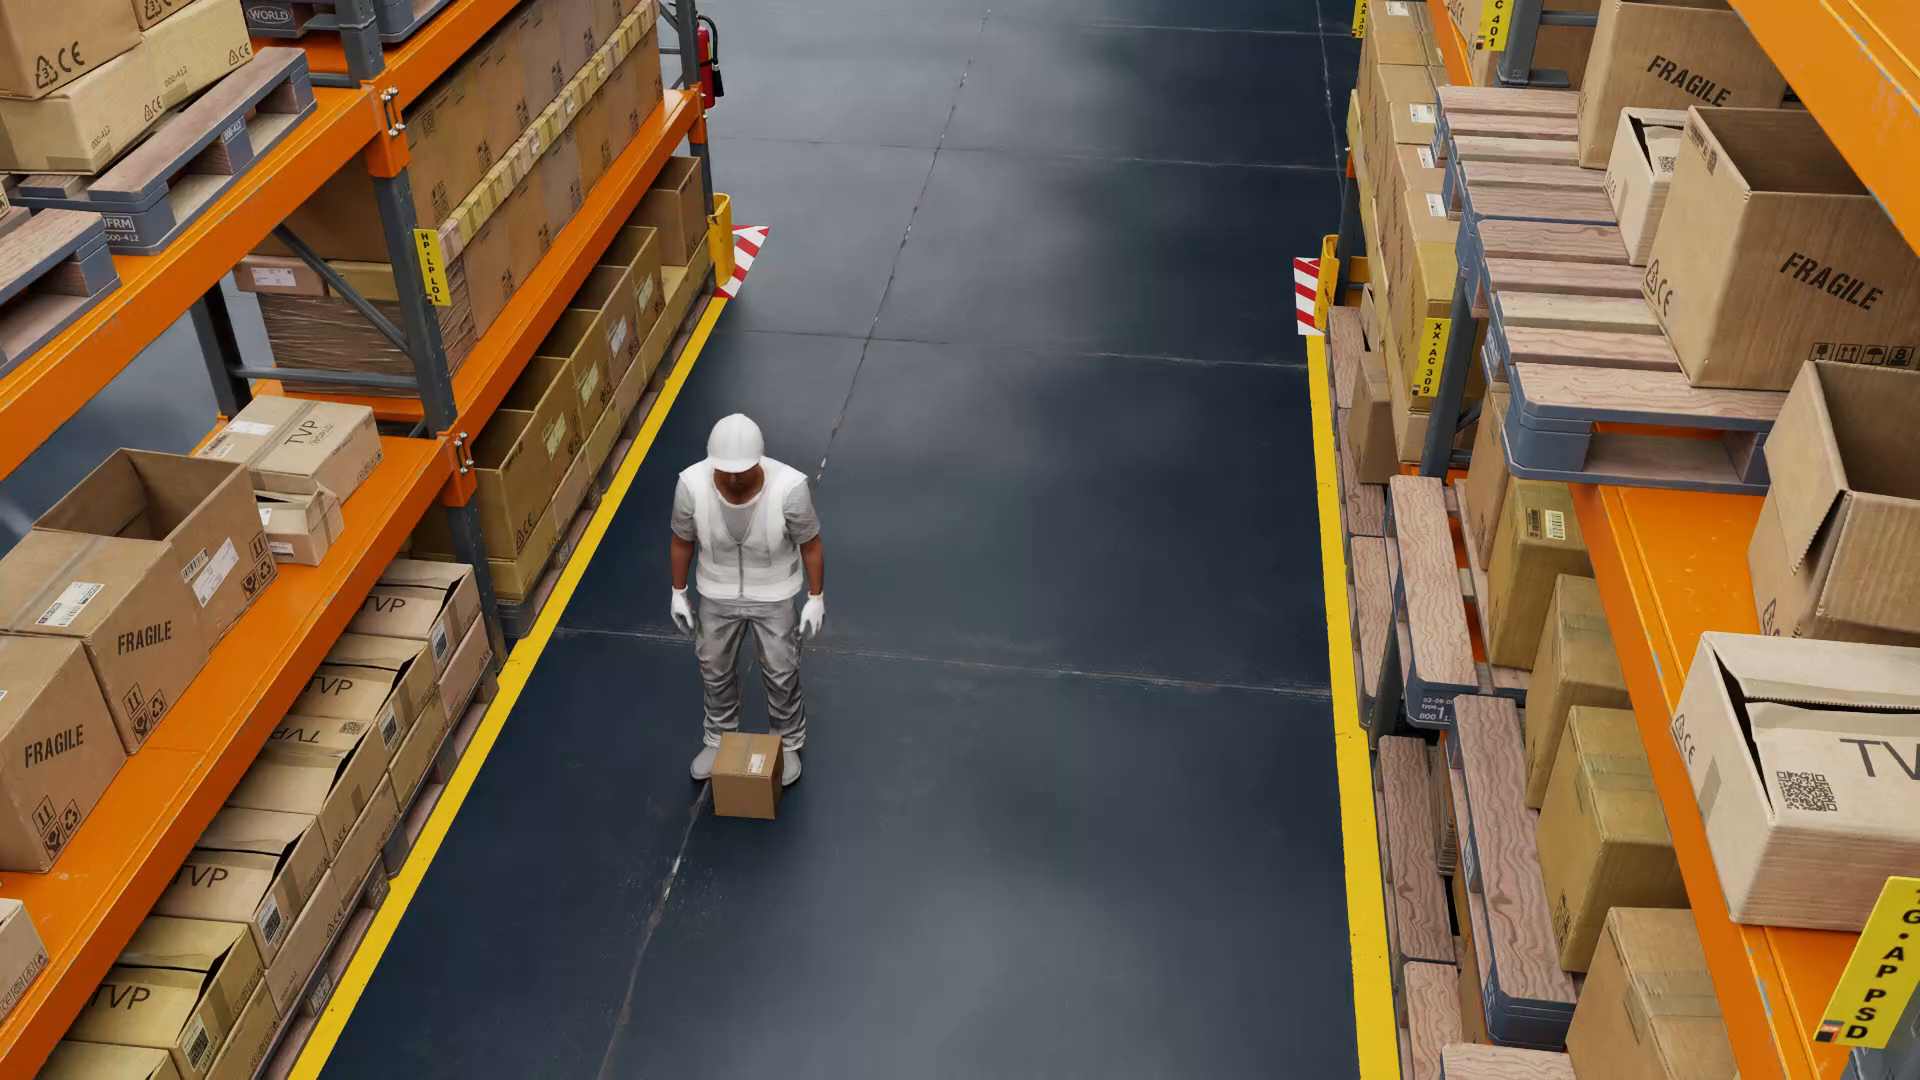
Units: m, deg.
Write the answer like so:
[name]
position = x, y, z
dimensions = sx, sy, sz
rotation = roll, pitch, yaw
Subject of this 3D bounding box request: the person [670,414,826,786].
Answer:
[person]
position = -0.853, 0.236, 6.704
dimensions = 0.629, 1.775, 0.445
rotation = 2, 36, 3
